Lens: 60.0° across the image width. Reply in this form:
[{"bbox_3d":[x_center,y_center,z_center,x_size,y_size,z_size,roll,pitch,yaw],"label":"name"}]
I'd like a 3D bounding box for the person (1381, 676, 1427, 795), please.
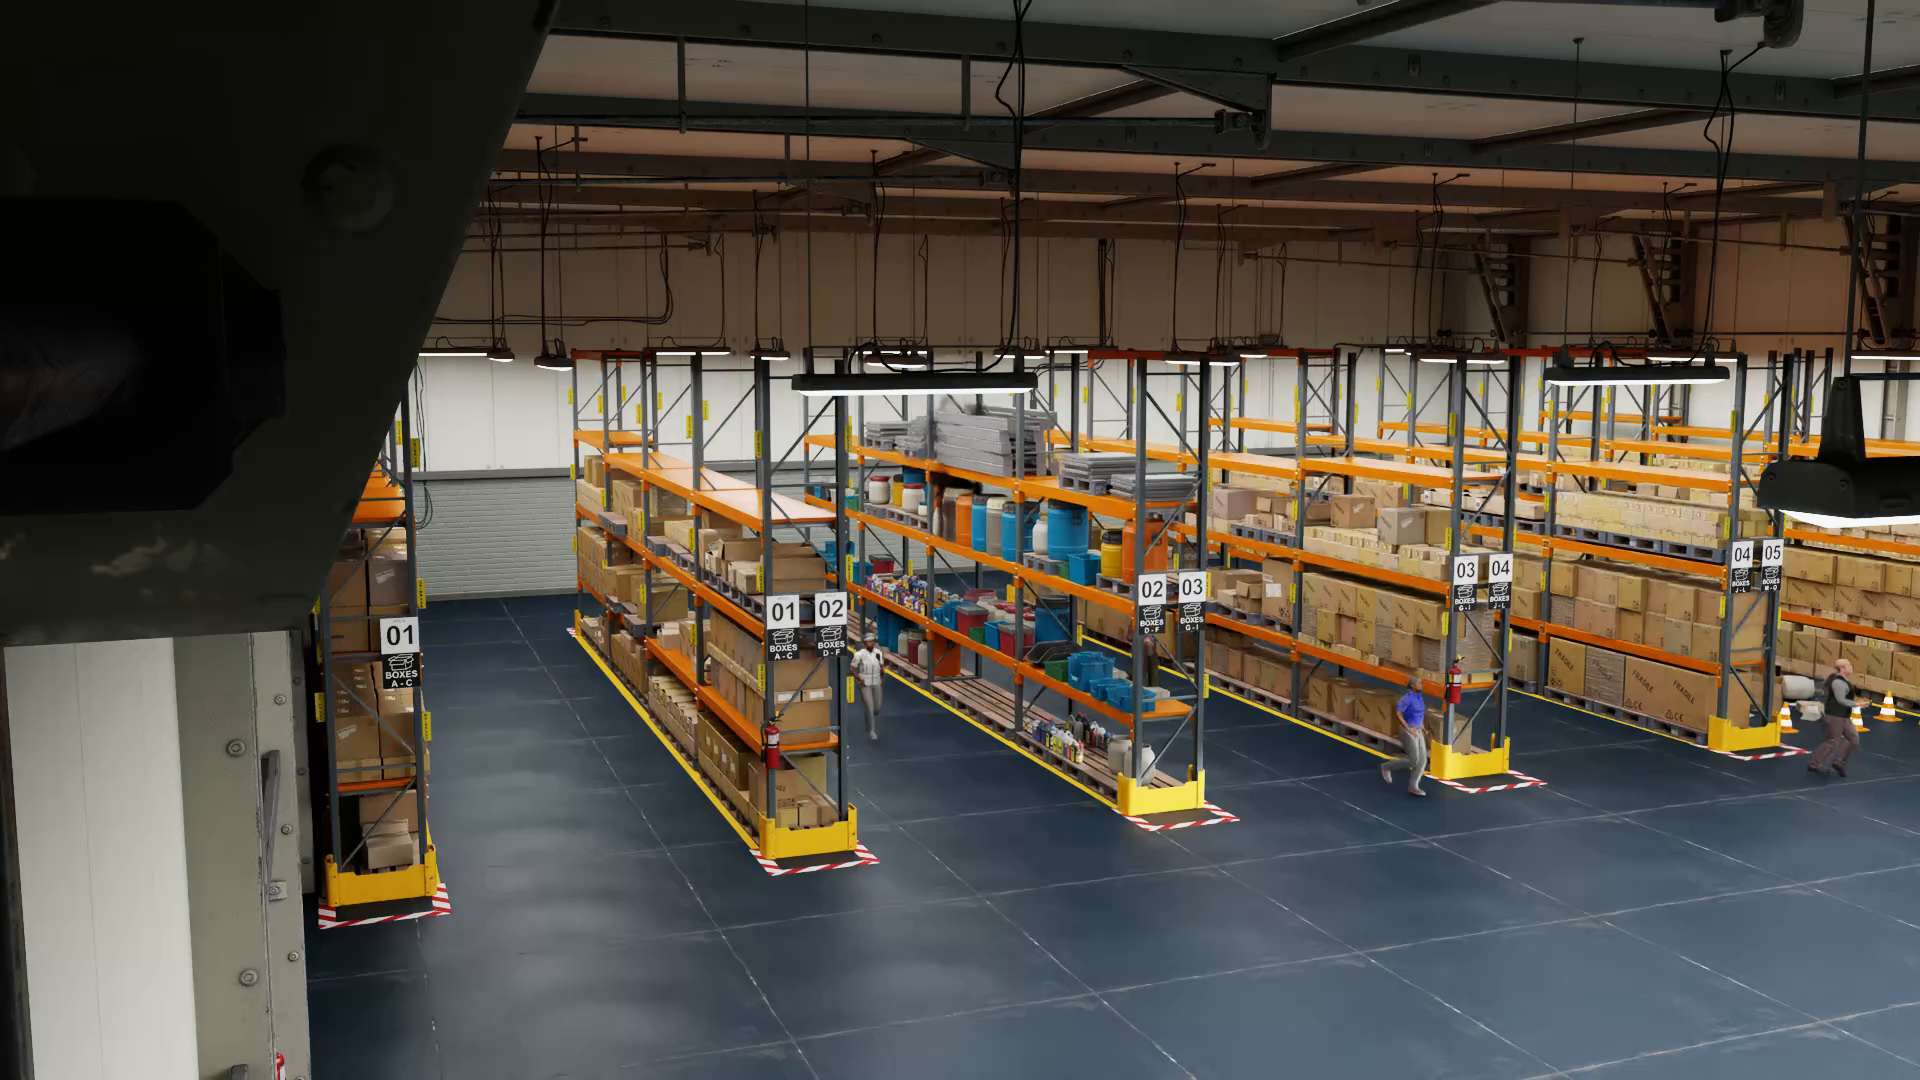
[{"bbox_3d":[6.274,2.725,23.096,0.679,1.499,0.625,6,9,41],"label":"person"}]

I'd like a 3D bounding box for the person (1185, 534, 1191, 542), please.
[{"bbox_3d":[5.179,0.651,38.764,0.706,1.850,0.748,-1,7,-6],"label":"person"}]

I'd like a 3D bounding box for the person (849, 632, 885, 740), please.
[{"bbox_3d":[-1.449,2.264,26.163,0.586,1.676,0.562,-3,8,-24],"label":"person"}]

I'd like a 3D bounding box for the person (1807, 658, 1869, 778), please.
[{"bbox_3d":[12.533,2.560,23.699,0.733,1.777,0.668,4,8,30],"label":"person"}]

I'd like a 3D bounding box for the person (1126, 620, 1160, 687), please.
[{"bbox_3d":[3.119,1.936,28.224,0.712,1.776,1.037,-5,9,-34],"label":"person"}]
